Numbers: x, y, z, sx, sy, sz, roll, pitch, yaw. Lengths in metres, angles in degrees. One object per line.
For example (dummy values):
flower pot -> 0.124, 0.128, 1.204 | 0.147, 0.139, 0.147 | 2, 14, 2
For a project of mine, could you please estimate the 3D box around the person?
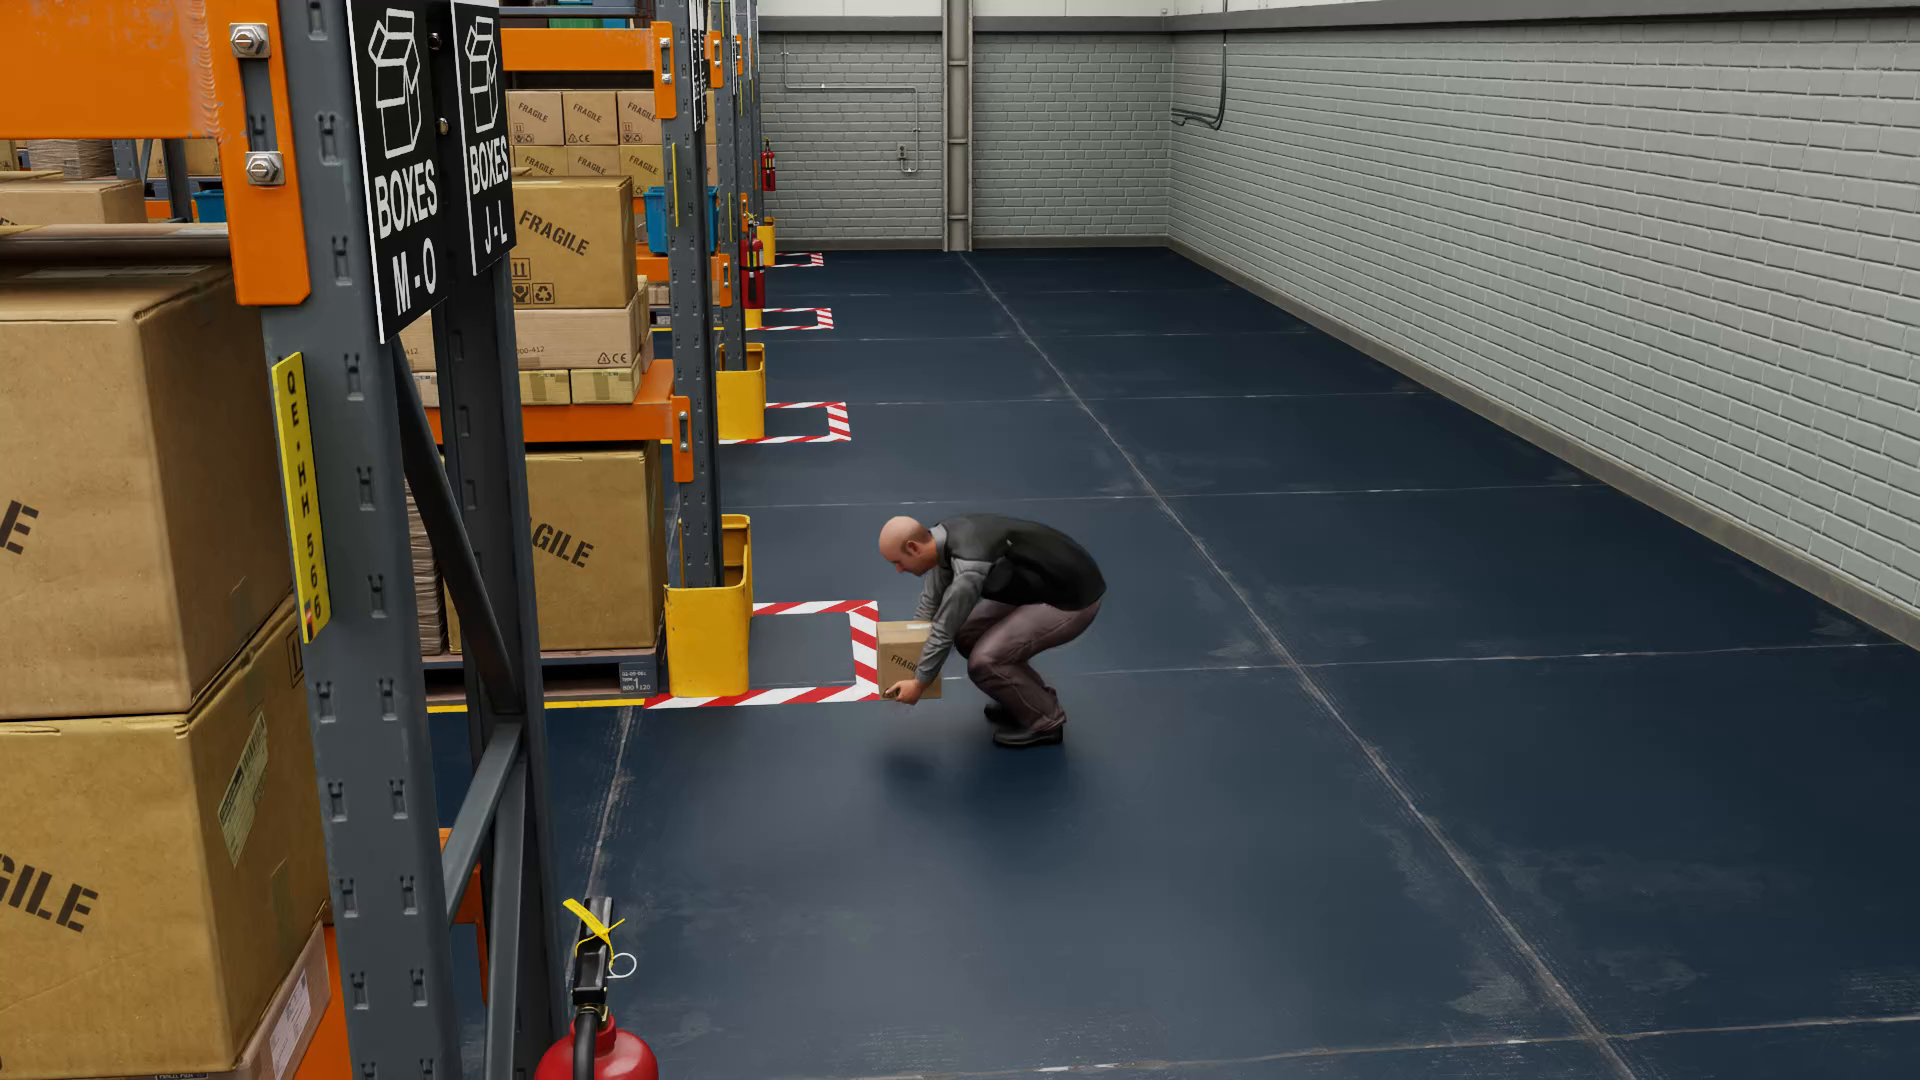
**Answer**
person -> 0.128, 0.343, 6.794 | 0.917, 0.950, 0.518 | -2, 17, -7
